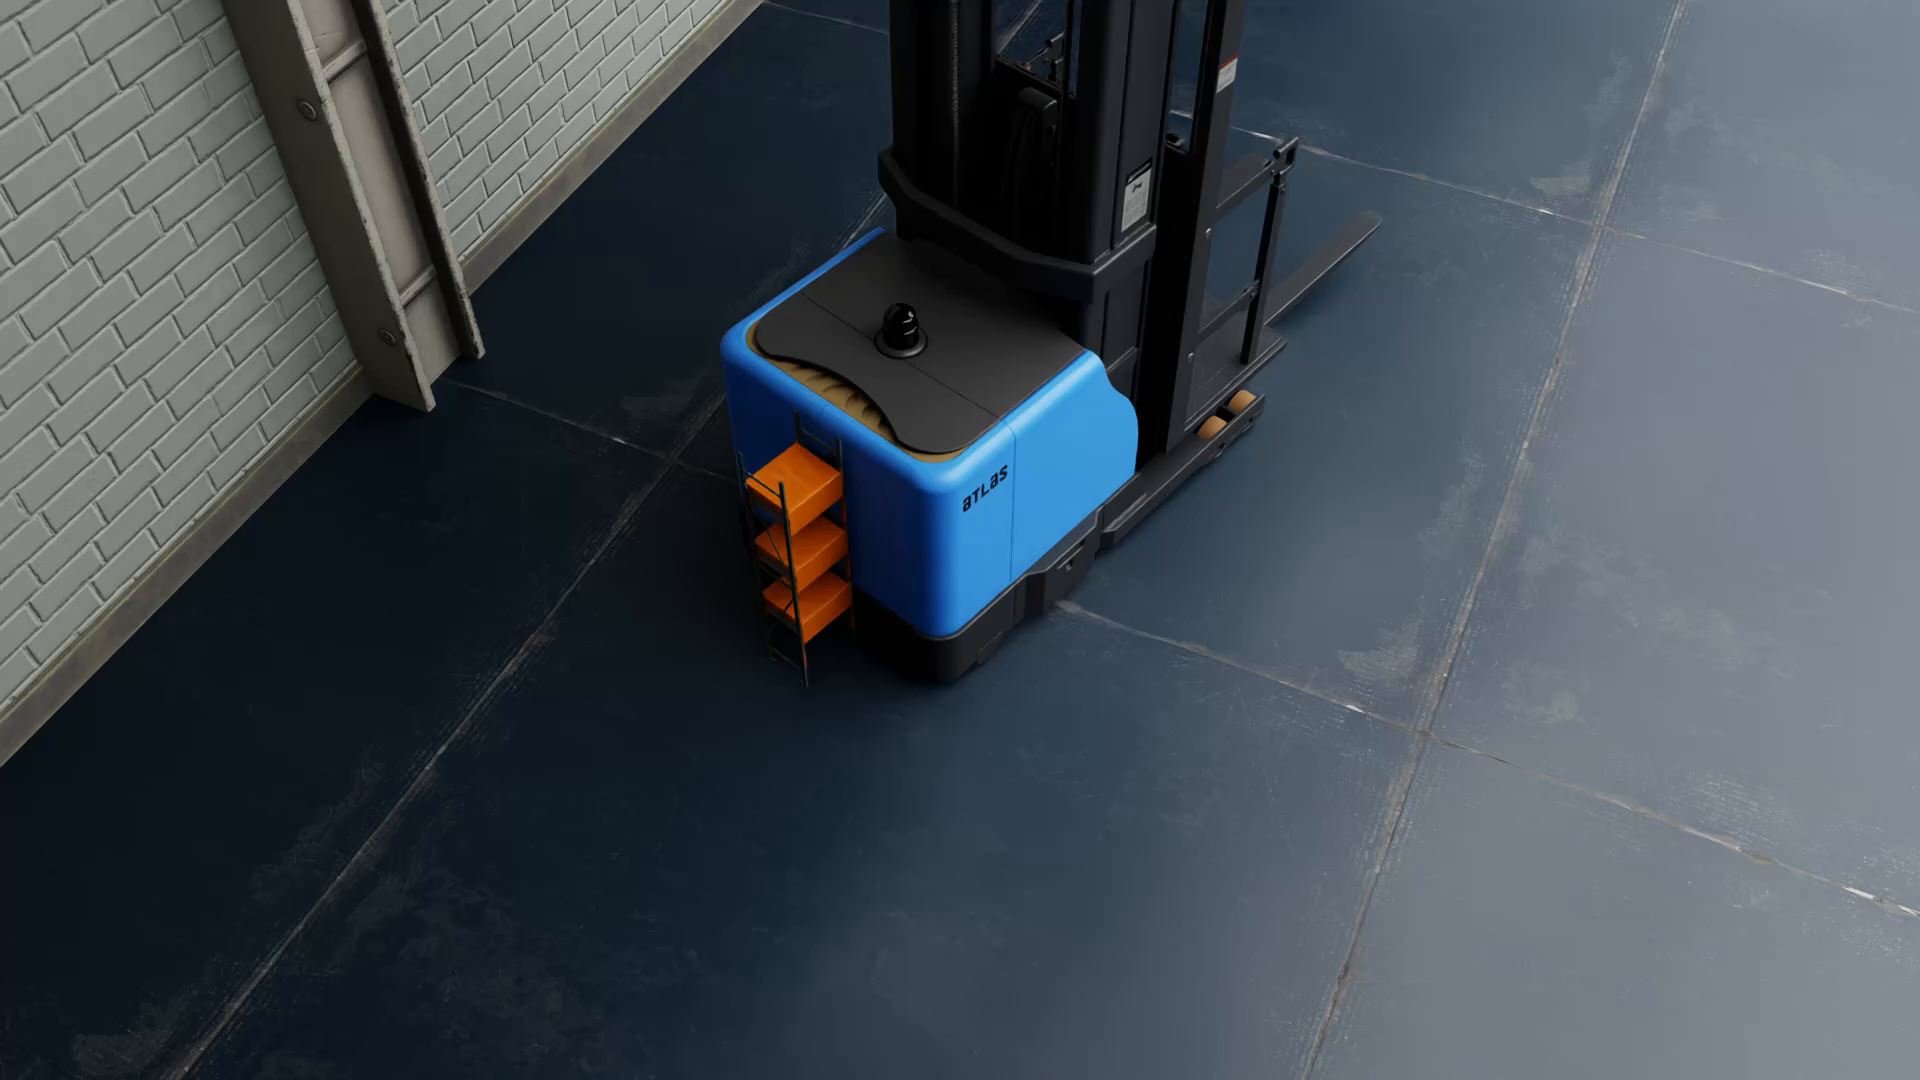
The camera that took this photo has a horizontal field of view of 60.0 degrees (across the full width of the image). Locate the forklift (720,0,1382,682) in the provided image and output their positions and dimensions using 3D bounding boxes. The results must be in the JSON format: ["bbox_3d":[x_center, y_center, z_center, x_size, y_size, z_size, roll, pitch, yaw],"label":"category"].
[{"bbox_3d":[0.556,-1.504,5.605,1.130,2.935,3.031,34,58,26],"label":"forklift"}]

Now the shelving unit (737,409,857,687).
[{"bbox_3d":[-0.526,0.052,5.516,0.215,1.050,0.252,34,58,26],"label":"shelving unit"}]

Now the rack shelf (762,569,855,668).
[{"bbox_3d":[-0.526,0.239,5.736,0.215,0.259,0.240,34,58,26],"label":"rack shelf"}]

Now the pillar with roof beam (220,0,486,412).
[{"bbox_3d":[1.700,-2.214,2.225,9.100,9.000,0.400,20,52,16],"label":"pillar with roof beam"}]

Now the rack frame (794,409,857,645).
[{"bbox_3d":[-0.445,-0.017,5.575,0.200,1.050,0.008,34,58,26],"label":"rack frame"}]

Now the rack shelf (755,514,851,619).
[{"bbox_3d":[-0.526,0.059,5.524,0.215,0.259,0.240,34,58,26],"label":"rack shelf"}]

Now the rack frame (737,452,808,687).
[{"bbox_3d":[-0.608,0.121,5.457,0.200,1.050,0.008,34,58,26],"label":"rack frame"}]

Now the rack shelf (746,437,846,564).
[{"bbox_3d":[-0.526,-0.125,5.308,0.215,0.259,0.240,34,58,26],"label":"rack shelf"}]
